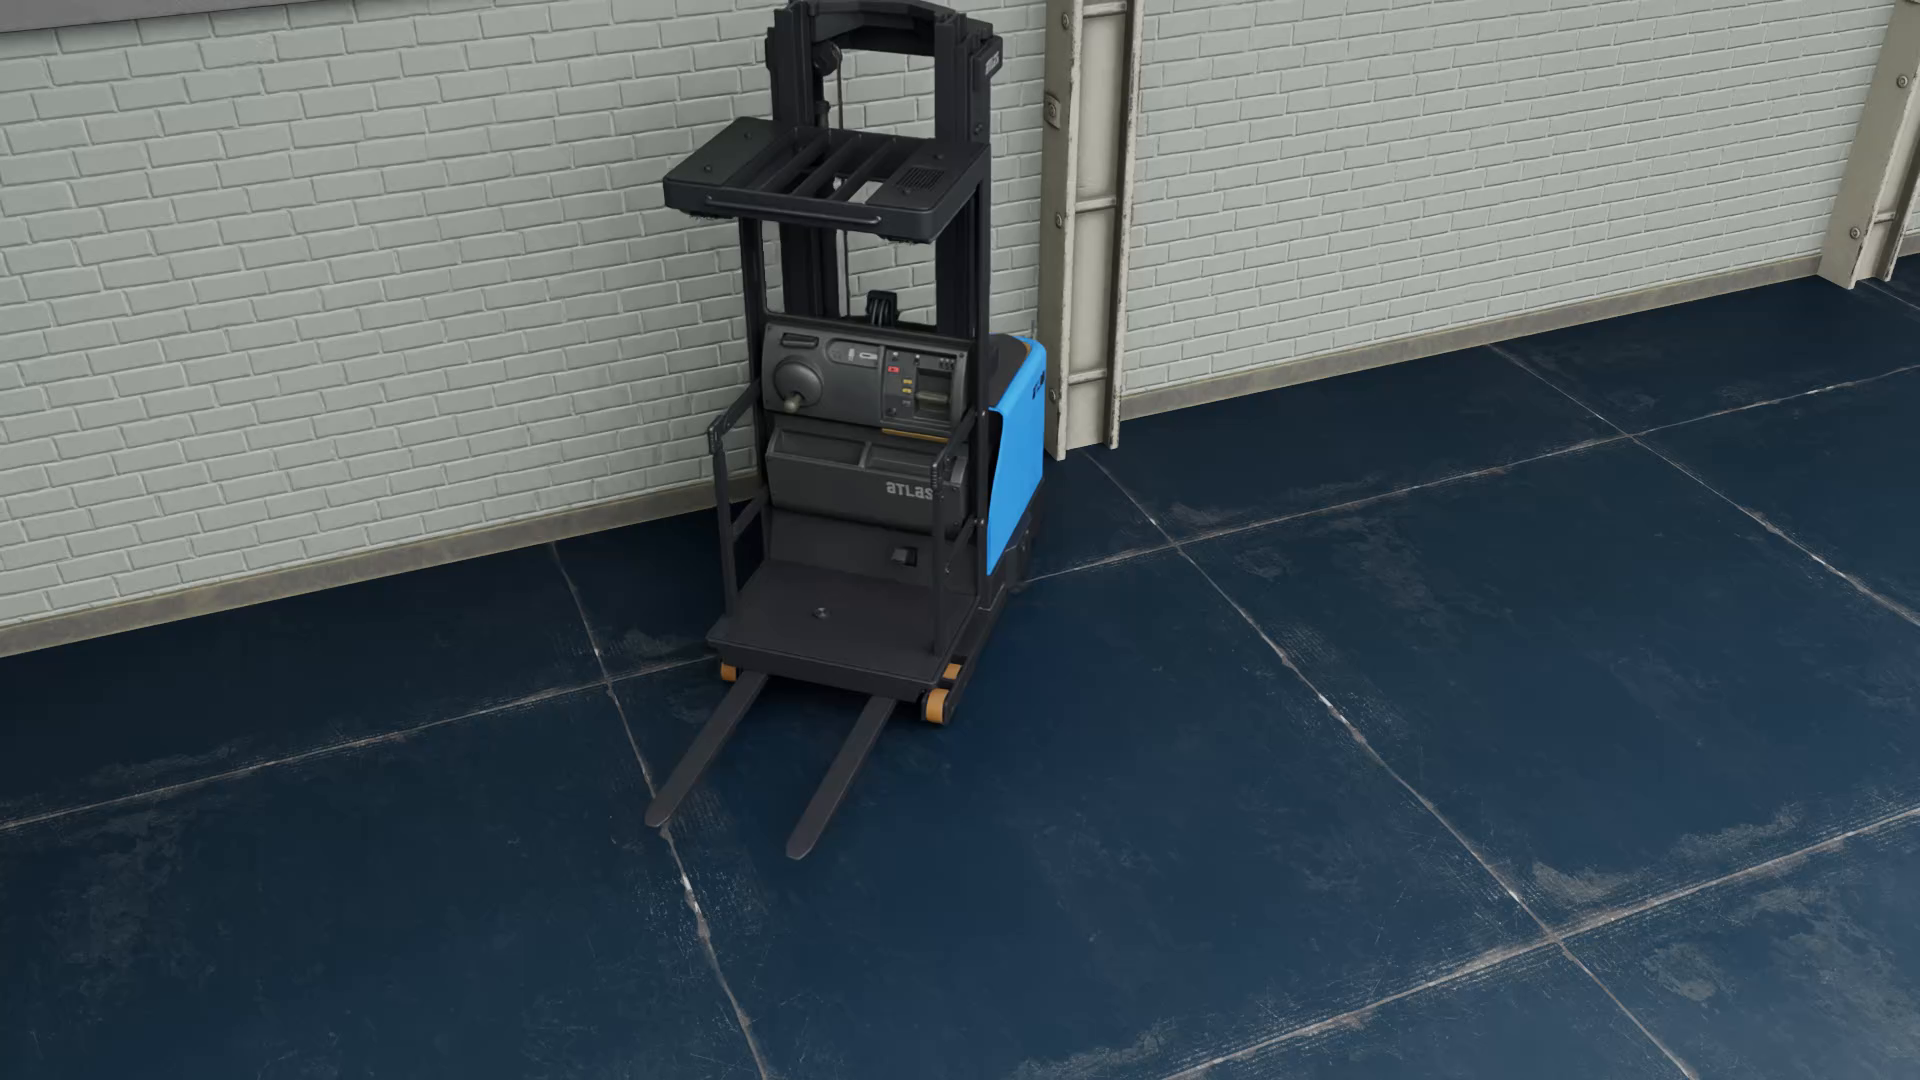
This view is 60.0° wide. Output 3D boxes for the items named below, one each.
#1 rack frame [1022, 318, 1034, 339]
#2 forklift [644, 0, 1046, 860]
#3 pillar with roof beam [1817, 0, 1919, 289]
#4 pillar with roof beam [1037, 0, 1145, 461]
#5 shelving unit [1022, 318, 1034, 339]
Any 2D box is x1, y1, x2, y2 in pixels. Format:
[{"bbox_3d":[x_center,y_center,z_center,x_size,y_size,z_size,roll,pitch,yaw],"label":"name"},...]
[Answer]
[{"bbox_3d":[0.349,-0.652,8.788,0.008,1.050,0.200,10,34,15],"label":"rack frame"},{"bbox_3d":[-0.483,-0.646,7.055,1.130,2.935,3.031,10,34,15],"label":"forklift"},{"bbox_3d":[7.870,-3.443,5.790,0.400,9.000,9.100,-13,35,-19],"label":"pillar with roof beam"},{"bbox_3d":[2.338,-2.176,3.843,0.400,9.000,9.100,-13,35,-19],"label":"pillar with roof beam"},{"bbox_3d":[0.233,-0.671,8.819,0.252,1.050,0.215,10,34,15],"label":"shelving unit"}]
